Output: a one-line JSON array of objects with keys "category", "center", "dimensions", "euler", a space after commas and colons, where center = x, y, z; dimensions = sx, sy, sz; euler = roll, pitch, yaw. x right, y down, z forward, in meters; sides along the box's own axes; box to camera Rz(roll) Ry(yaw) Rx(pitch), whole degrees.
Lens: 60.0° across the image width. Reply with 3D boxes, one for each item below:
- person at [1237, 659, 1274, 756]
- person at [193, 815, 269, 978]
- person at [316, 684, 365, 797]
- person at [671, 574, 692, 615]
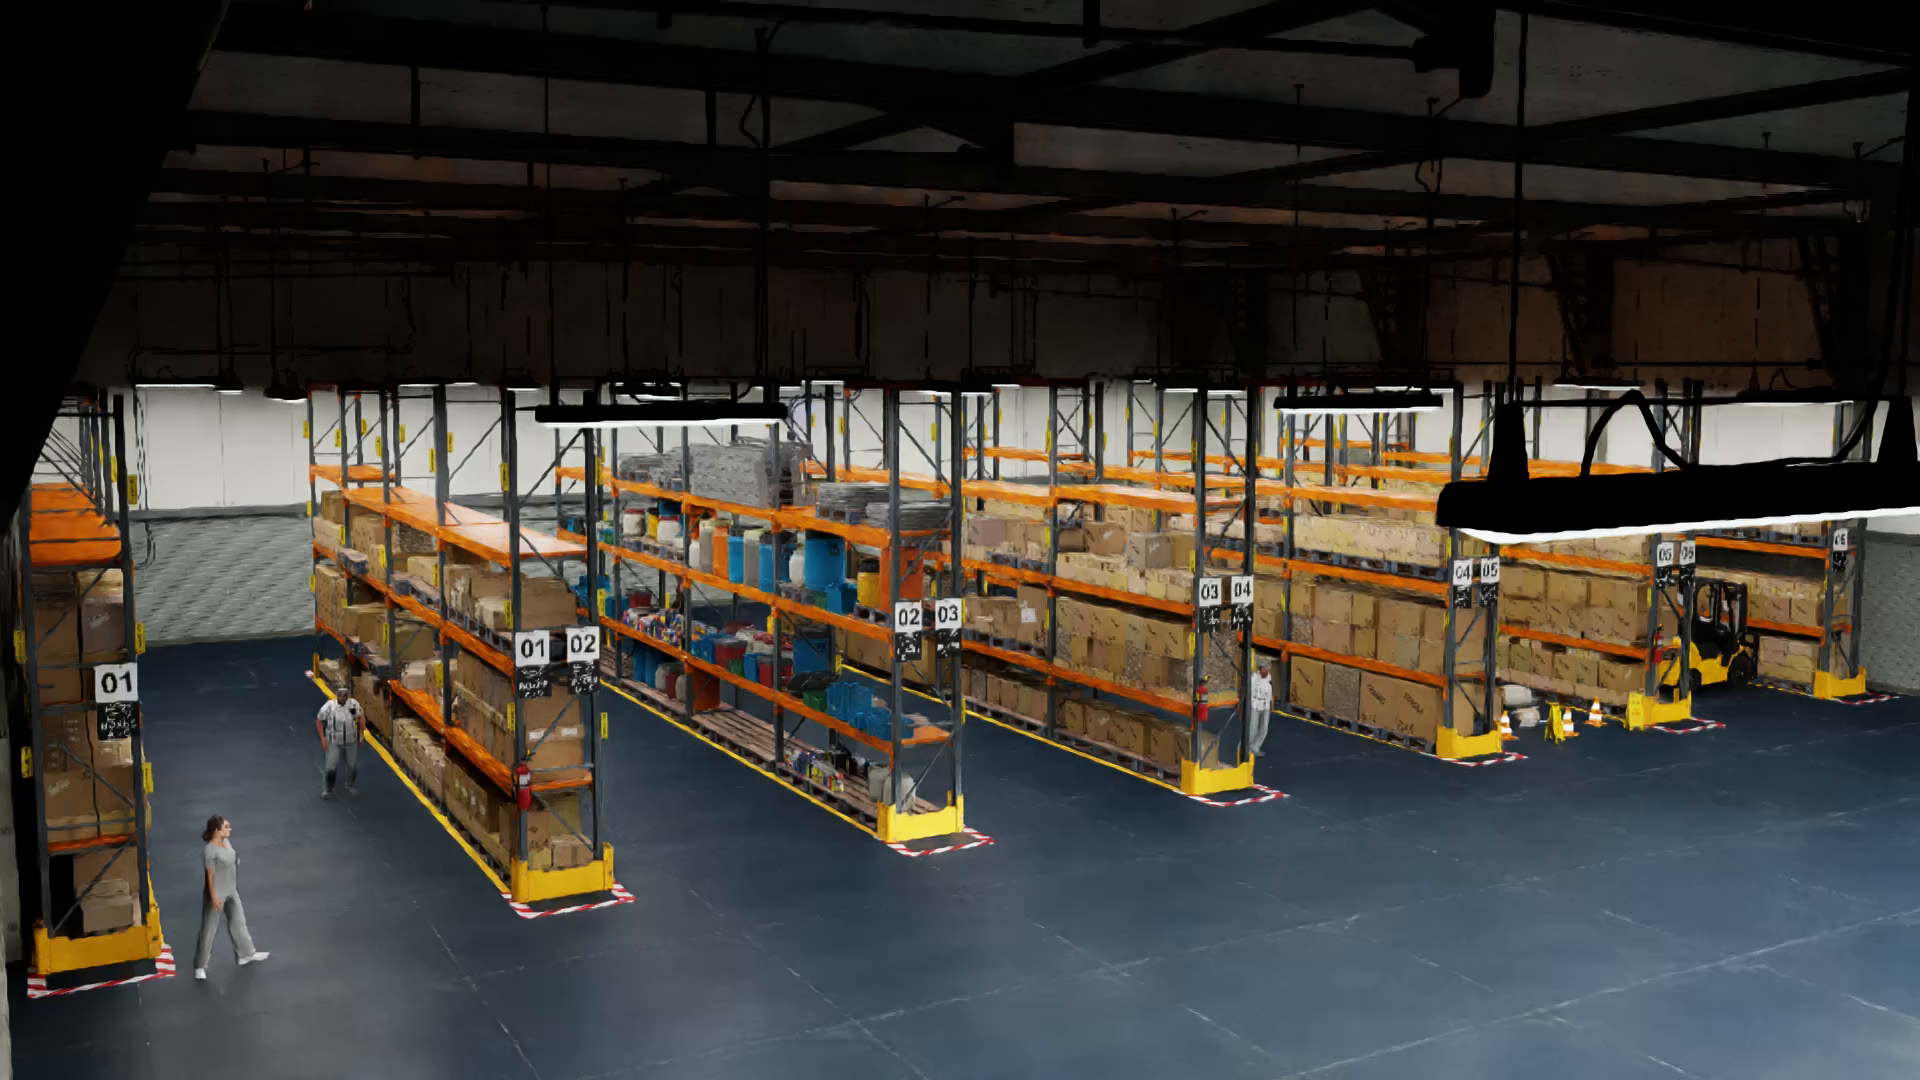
[{"category": "person", "center": [4.789, 2.699, 26.737], "dimensions": [0.625, 1.611, 0.570], "euler": [-4, 7, -30]}, {"category": "person", "center": [-7.655, 3.666, 17.286], "dimensions": [0.564, 1.640, 0.687], "euler": [1, 6, 8]}, {"category": "person", "center": [-9.035, 2.904, 24.284], "dimensions": [0.682, 1.715, 0.542], "euler": [-4, 7, -31]}, {"category": "person", "center": [-6.930, 1.102, 40.943], "dimensions": [0.520, 1.768, 0.771], "euler": [2, 6, 19]}]
